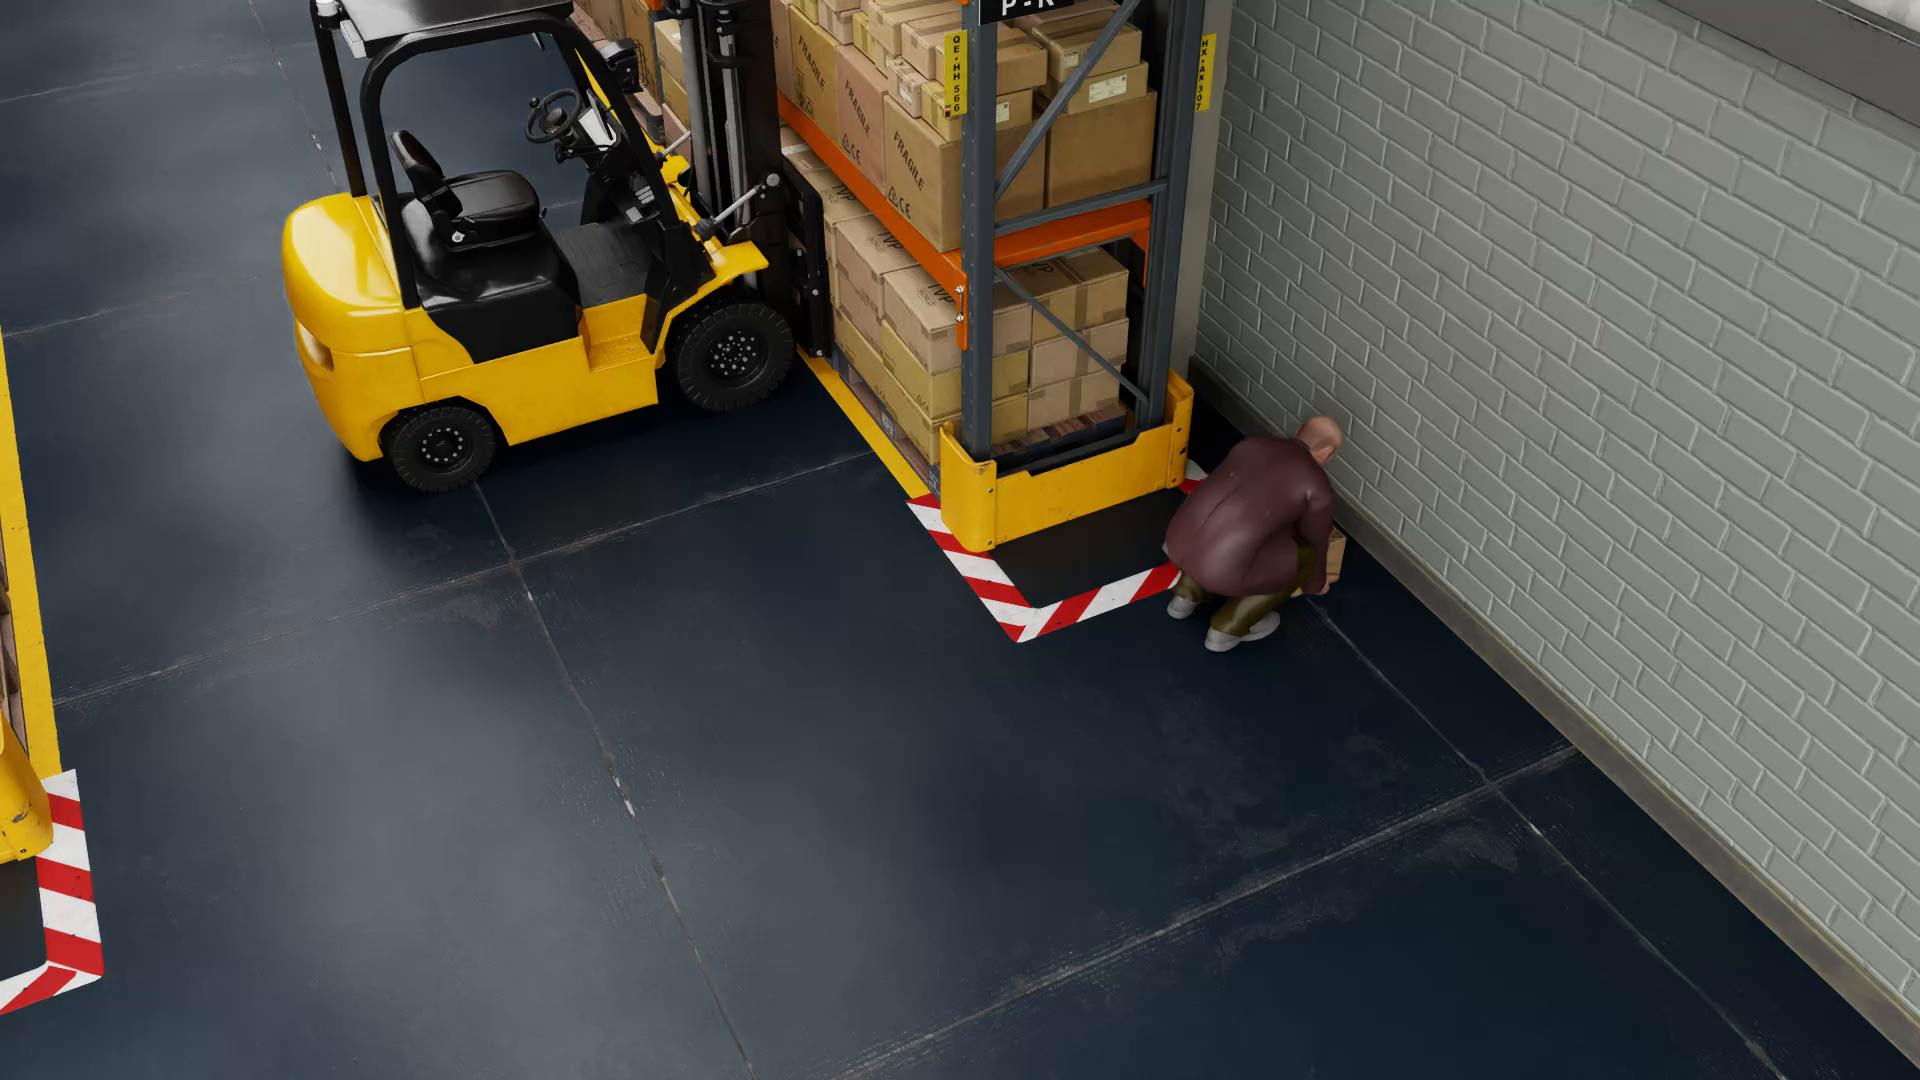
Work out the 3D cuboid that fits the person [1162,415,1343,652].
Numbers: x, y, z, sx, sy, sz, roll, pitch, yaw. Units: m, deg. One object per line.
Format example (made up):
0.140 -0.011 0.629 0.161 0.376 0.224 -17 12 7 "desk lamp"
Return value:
1.246 -0.002 6.976 0.918 0.831 0.578 -25 47 -26 "person"
